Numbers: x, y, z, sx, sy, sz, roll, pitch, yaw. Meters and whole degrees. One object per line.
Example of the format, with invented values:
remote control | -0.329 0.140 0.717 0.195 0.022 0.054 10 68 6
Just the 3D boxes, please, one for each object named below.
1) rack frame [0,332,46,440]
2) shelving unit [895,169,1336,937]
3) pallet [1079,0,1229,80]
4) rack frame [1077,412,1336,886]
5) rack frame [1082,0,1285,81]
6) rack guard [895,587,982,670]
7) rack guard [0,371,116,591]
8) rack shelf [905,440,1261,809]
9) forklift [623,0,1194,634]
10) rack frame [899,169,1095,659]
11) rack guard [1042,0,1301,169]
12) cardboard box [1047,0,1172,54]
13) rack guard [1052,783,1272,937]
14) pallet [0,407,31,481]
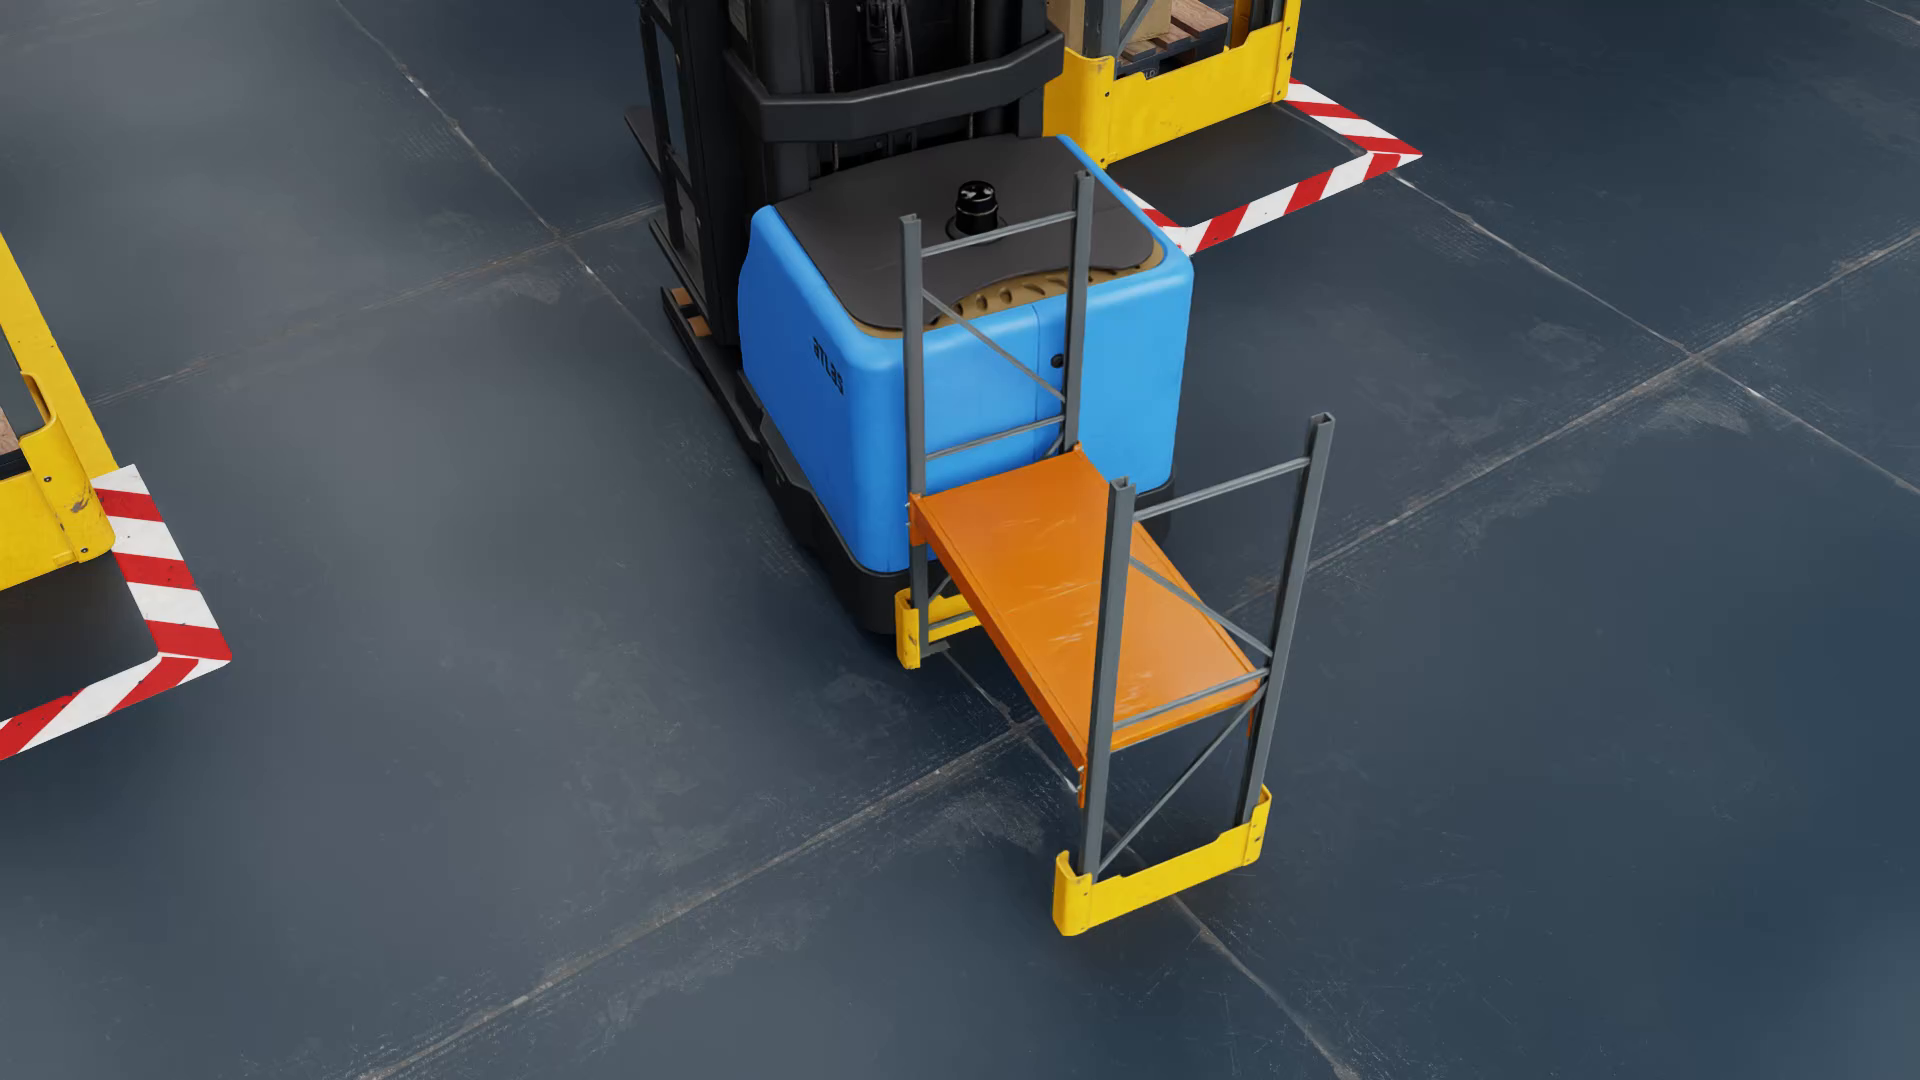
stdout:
rack frame | -3.134 -0.904 4.024 1.000 3.000 0.127 -26 49 -24
shelving unit | 0.302 0.042 4.120 0.587 1.500 1.083 -18 46 -18
pallet | 0.450 -2.369 7.579 1.003 0.211 1.213 -26 49 -24
rack frame | 0.520 0.365 3.781 0.500 1.500 0.032 -18 46 -18
rack frame | 0.929 -2.860 6.074 1.000 3.000 0.127 -26 49 -24
rack guard | 0.092 0.182 4.879 0.587 0.250 0.087 -18 46 -18
rack guard | -3.216 -0.024 4.913 1.175 0.500 0.348 -26 49 -24
rack shelf | 0.306 0.177 4.239 0.538 0.185 1.000 -18 46 -18
forklift | -0.425 -1.809 5.023 1.130 2.935 3.031 -18 46 -18
rack frame | 0.091 -0.271 4.448 0.500 1.500 0.032 -18 46 -18
rack guard | 0.885 -1.999 6.982 1.175 0.500 0.348 -26 49 -24
cardboard box | 0.585 -2.468 7.170 0.500 0.500 0.500 -17 46 -17
rack guard | 0.512 0.805 4.225 0.587 0.250 0.087 -18 46 -18
pallet | -3.676 -0.382 5.497 1.003 0.211 1.213 -26 49 -24
